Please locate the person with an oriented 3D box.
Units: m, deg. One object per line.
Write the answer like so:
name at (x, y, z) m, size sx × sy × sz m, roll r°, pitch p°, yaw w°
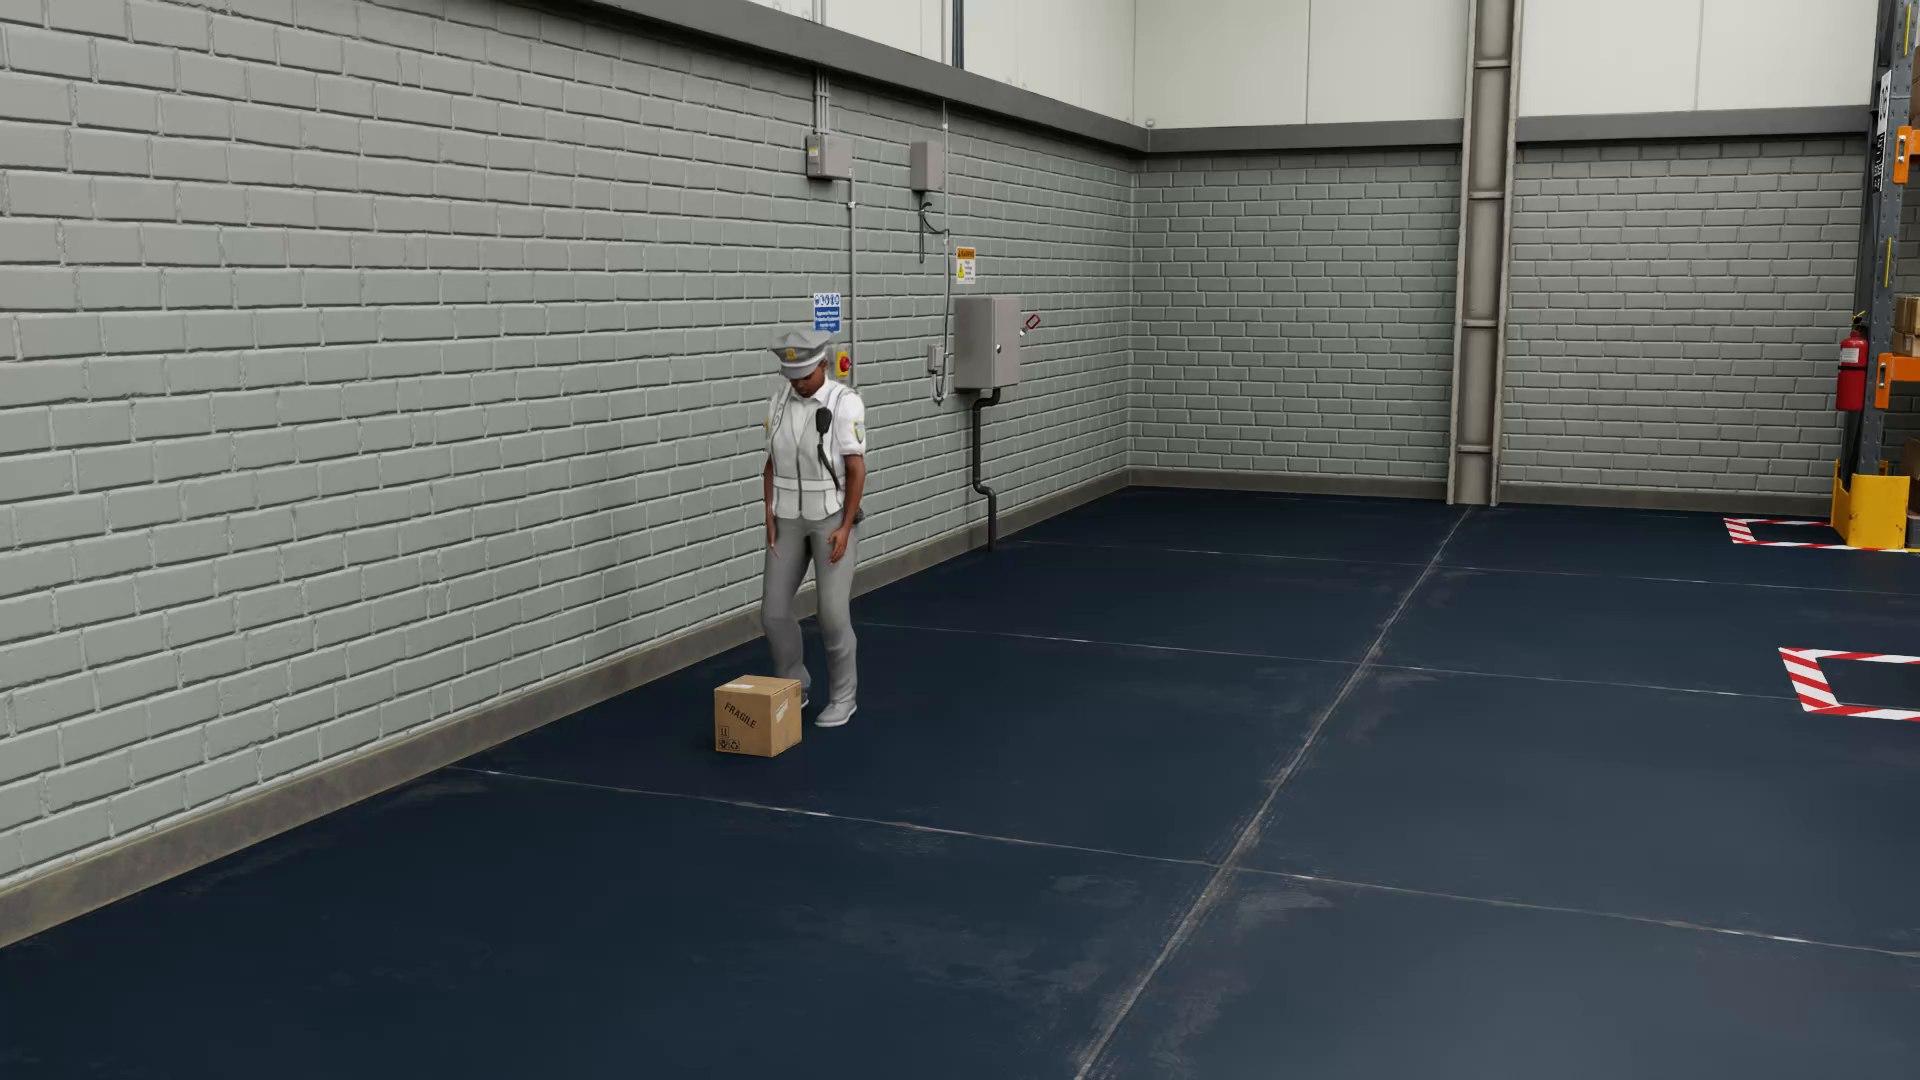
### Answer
person at (-0.598, -0.049, 6.842) m, size 0.457 × 1.624 × 0.442 m, roll 4°, pitch 10°, yaw 22°
